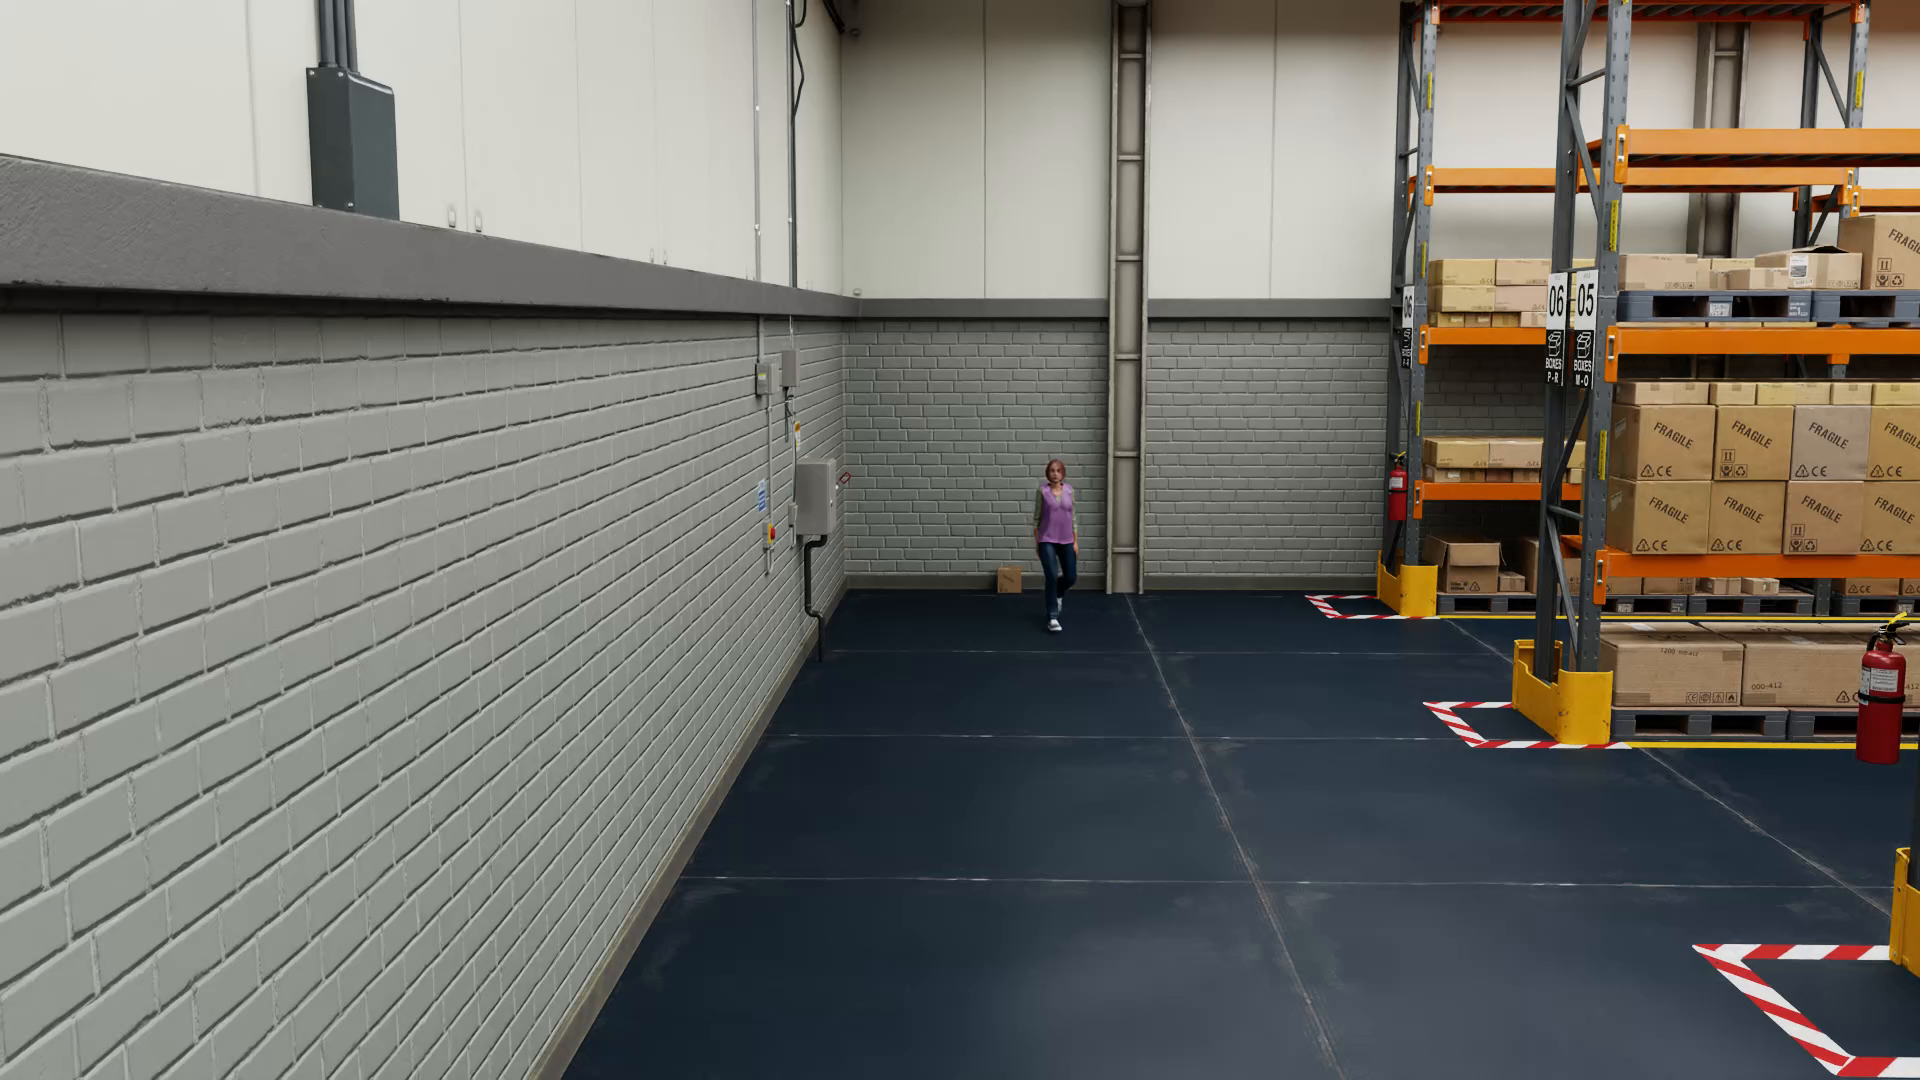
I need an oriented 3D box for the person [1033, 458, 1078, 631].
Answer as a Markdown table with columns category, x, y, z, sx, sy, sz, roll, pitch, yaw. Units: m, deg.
| category | x | y | z | sx | sy | sz | roll | pitch | yaw |
| --- | --- | --- | --- | --- | --- | --- | --- | --- | --- |
| person | 0.884 | 0.026 | 15.496 | 0.409 | 1.575 | 0.657 | -2 | 8 | -12 |
